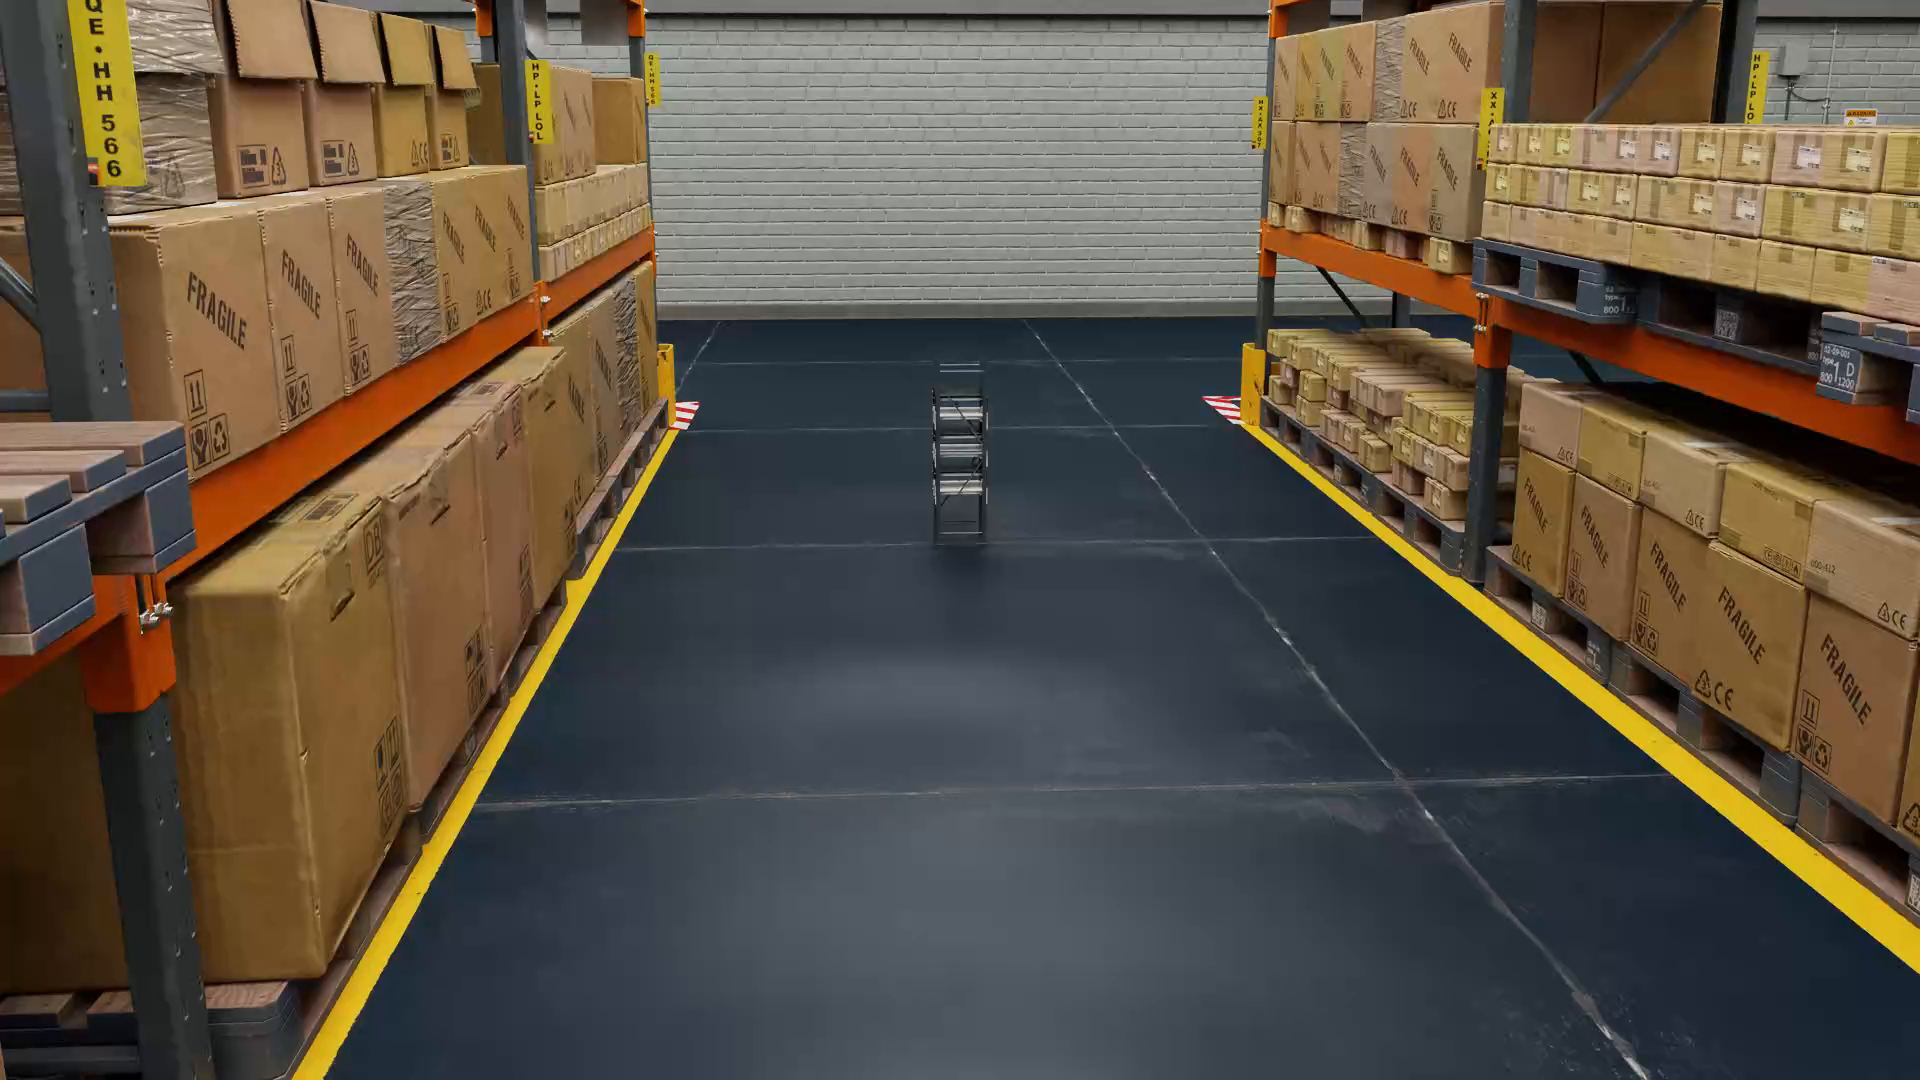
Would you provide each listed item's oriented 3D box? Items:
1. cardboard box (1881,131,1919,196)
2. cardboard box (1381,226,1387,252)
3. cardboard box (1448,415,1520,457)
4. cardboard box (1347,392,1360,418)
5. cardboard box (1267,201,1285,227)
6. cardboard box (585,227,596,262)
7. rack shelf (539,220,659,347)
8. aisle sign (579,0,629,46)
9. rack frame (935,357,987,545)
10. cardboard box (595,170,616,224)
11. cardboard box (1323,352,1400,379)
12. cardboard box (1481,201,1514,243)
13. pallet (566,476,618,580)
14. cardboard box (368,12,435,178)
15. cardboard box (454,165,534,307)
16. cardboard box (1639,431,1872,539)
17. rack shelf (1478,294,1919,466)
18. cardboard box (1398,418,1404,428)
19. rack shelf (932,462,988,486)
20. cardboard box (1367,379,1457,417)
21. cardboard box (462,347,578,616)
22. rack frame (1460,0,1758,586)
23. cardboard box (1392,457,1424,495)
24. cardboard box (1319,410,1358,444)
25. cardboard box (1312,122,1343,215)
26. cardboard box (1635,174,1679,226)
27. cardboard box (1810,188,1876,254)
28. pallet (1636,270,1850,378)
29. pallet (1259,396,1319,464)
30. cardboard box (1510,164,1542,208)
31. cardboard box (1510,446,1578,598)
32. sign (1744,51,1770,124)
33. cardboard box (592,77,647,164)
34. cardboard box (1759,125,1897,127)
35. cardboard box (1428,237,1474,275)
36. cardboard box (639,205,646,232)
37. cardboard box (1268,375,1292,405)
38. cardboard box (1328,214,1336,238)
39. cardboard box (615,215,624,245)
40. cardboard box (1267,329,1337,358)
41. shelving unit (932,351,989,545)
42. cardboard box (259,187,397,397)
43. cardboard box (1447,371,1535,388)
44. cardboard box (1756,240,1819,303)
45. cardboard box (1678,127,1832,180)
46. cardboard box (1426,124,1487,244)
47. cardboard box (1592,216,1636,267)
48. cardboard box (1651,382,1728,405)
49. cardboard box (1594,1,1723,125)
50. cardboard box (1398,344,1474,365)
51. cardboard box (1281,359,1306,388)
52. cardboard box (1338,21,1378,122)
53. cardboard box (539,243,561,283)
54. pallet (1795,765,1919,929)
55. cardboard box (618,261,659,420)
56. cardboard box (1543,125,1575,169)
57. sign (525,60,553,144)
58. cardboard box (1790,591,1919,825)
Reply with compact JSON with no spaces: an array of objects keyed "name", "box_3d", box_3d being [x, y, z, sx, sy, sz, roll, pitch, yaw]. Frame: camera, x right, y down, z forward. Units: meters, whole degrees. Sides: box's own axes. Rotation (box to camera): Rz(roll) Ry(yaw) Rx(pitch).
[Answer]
[{"name":"cardboard box","box_3d":[2.452,-0.895,3.952,0.380,0.149,0.250,0,14,-2]},{"name":"cardboard box","box_3d":[2.388,-1.549,8.530,0.380,0.149,0.250,-1,14,-4]},{"name":"cardboard box","box_3d":[2.439,-0.473,7.529,0.380,0.149,0.250,0,14,-2]},{"name":"cardboard box","box_3d":[2.391,-0.780,9.318,0.380,0.149,0.250,0,14,-1]},{"name":"cardboard box","box_3d":[2.166,-2.065,10.537,0.380,0.149,0.250,-1,14,-4]},{"name":"cardboard box","box_3d":[-1.989,-1.443,8.119,0.380,0.149,0.250,-1,14,-4]},{"name":"rack shelf","box_3d":[-2.359,-1.375,8.795,1.077,0.370,4.000,-1,14,-3]},{"name":"aisle sign","box_3d":[-2.188,-3.502,10.402,0.394,0.787,0.004,-1,14,-3]},{"name":"rack frame","box_3d":[0.006,-0.413,7.824,0.240,0.900,0.006,-1,14,-3]},{"name":"cardboard box","box_3d":[-2.089,-1.794,8.682,0.500,0.250,0.500,-1,14,-3]},{"name":"cardboard box","box_3d":[2.298,-0.987,9.526,0.380,0.149,0.250,0,14,-1]},{"name":"cardboard box","box_3d":[2.287,-1.254,6.542,0.380,0.149,0.250,-2,15,-6]},{"name":"pallet","box_3d":[-2.204,-0.066,7.859,1.003,0.211,1.213,-1,14,-3]},{"name":"cardboard box","box_3d":[-2.157,-1.431,5.353,0.797,0.503,0.637,-1,14,-3]},{"name":"cardboard box","box_3d":[-1.934,-1.162,6.324,0.500,0.500,0.500,-1,14,-3]},{"name":"cardboard box","box_3d":[2.566,-0.186,5.399,0.500,0.250,0.500,0,14,-1]},{"name":"rack shelf","box_3d":[2.845,-0.432,5.128,1.077,0.370,4.000,-1,14,-3]},{"name":"cardboard box","box_3d":[2.404,-0.515,8.290,0.380,0.149,0.250,-1,14,-3]},{"name":"rack shelf","box_3d":[0.000,-0.318,7.953,0.258,0.077,0.200,-1,14,-3]},{"name":"cardboard box","box_3d":[2.314,-0.729,8.525,0.380,0.149,0.250,-2,15,-6]},{"name":"cardboard box","box_3d":[-2.176,-0.242,6.367,1.225,0.875,0.875,-1,14,-3]},{"name":"rack frame","box_3d":[2.721,-1.277,6.972,1.000,3.000,0.127,-1,14,-3]},{"name":"cardboard box","box_3d":[2.344,-0.323,8.141,0.380,0.149,0.250,-1,14,-5]},{"name":"cardboard box","box_3d":[2.253,-0.644,9.387,0.380,0.149,0.250,-2,15,-6]},{"name":"cardboard box","box_3d":[2.302,-2.094,9.348,0.500,0.500,0.500,-1,14,-3]},{"name":"cardboard box","box_3d":[2.373,-1.072,5.237,0.380,0.149,0.250,-1,14,-4]},{"name":"cardboard box","box_3d":[2.432,-0.818,4.251,0.380,0.149,0.250,-1,14,-3]},{"name":"pallet","box_3d":[2.806,-0.681,5.040,1.003,0.211,1.213,-1,14,-3]},{"name":"pallet","box_3d":[2.493,-0.700,10.325,1.003,0.211,1.213,-1,14,-3]},{"name":"cardboard box","box_3d":[2.305,-1.334,6.255,0.380,0.149,0.250,-1,14,-5]},{"name":"cardboard box","box_3d":[2.502,-0.082,6.501,0.500,0.500,0.500,0,14,-1]},{"name":"sign","box_3d":[3.275,-1.848,6.864,0.100,0.325,0.005,-1,14,-3]},{"name":"cardboard box","box_3d":[-2.191,-2.538,10.071,0.500,0.500,0.500,-1,14,-3]},{"name":"cardboard box","box_3d":[2.989,-1.354,5.737,0.380,0.149,0.250,-1,14,-4]},{"name":"cardboard box","box_3d":[2.345,-1.286,7.507,0.380,0.149,0.250,-1,14,-5]},{"name":"cardboard box","box_3d":[-2.115,-1.951,10.094,0.380,0.149,0.250,-1,14,-3]},{"name":"cardboard box","box_3d":[2.186,-0.960,10.615,0.380,0.149,0.250,-1,14,-2]},{"name":"cardboard box","box_3d":[2.332,-1.804,9.524,0.380,0.149,0.250,-1,14,-4]},{"name":"cardboard box","box_3d":[-2.051,-1.697,9.107,0.380,0.149,0.250,-1,14,-3]},{"name":"cardboard box","box_3d":[2.167,-1.248,10.540,0.380,0.149,0.250,-2,15,-6]},{"name":"shelving unit","box_3d":[0.000,-0.438,7.922,0.258,0.900,0.210,-1,14,-3]},{"name":"cardboard box","box_3d":[-1.816,-0.660,4.372,0.500,0.500,0.500,-1,14,-4]},{"name":"cardboard box","box_3d":[2.812,-0.804,8.817,0.380,0.149,0.250,-1,15,-6]},{"name":"cardboard box","box_3d":[2.420,-0.735,4.523,0.380,0.149,0.250,-2,15,-6]},{"name":"cardboard box","box_3d":[2.388,-1.154,4.958,0.380,0.149,0.250,0,14,-2]},{"name":"cardboard box","box_3d":[2.409,-1.586,7.373,0.500,0.500,0.500,-1,14,-3]},{"name":"cardboard box","box_3d":[2.352,-0.997,5.544,0.380,0.149,0.250,-2,15,-6]},{"name":"cardboard box","box_3d":[3.020,-0.452,6.433,0.500,0.250,0.500,-1,14,-5]},{"name":"cardboard box","box_3d":[2.937,-2.070,7.248,0.500,0.500,0.500,-1,14,-2]},{"name":"cardboard box","box_3d":[2.813,-1.064,9.827,0.380,0.149,0.250,-1,15,-6]},{"name":"cardboard box","box_3d":[2.210,-1.036,10.314,0.380,0.149,0.250,-1,14,-4]},{"name":"cardboard box","box_3d":[2.319,-2.451,8.730,0.500,0.500,0.500,-1,14,-5]},{"name":"cardboard box","box_3d":[-1.922,-1.183,7.109,0.380,0.149,0.250,-1,14,-3]},{"name":"pallet","box_3d":[2.922,0.873,4.208,1.003,0.211,1.213,-1,14,-3]},{"name":"cardboard box","box_3d":[-2.364,-1.237,10.237,0.875,0.875,0.875,-1,14,-3]},{"name":"cardboard box","box_3d":[2.323,-1.409,5.951,0.380,0.149,0.250,-1,14,-3]},{"name":"sign","box_3d":[-1.694,-1.759,6.679,0.100,0.325,0.005,-1,14,-3]},{"name":"cardboard box","box_3d":[2.639,0.436,4.487,0.500,0.500,0.500,0,14,-1]}]
